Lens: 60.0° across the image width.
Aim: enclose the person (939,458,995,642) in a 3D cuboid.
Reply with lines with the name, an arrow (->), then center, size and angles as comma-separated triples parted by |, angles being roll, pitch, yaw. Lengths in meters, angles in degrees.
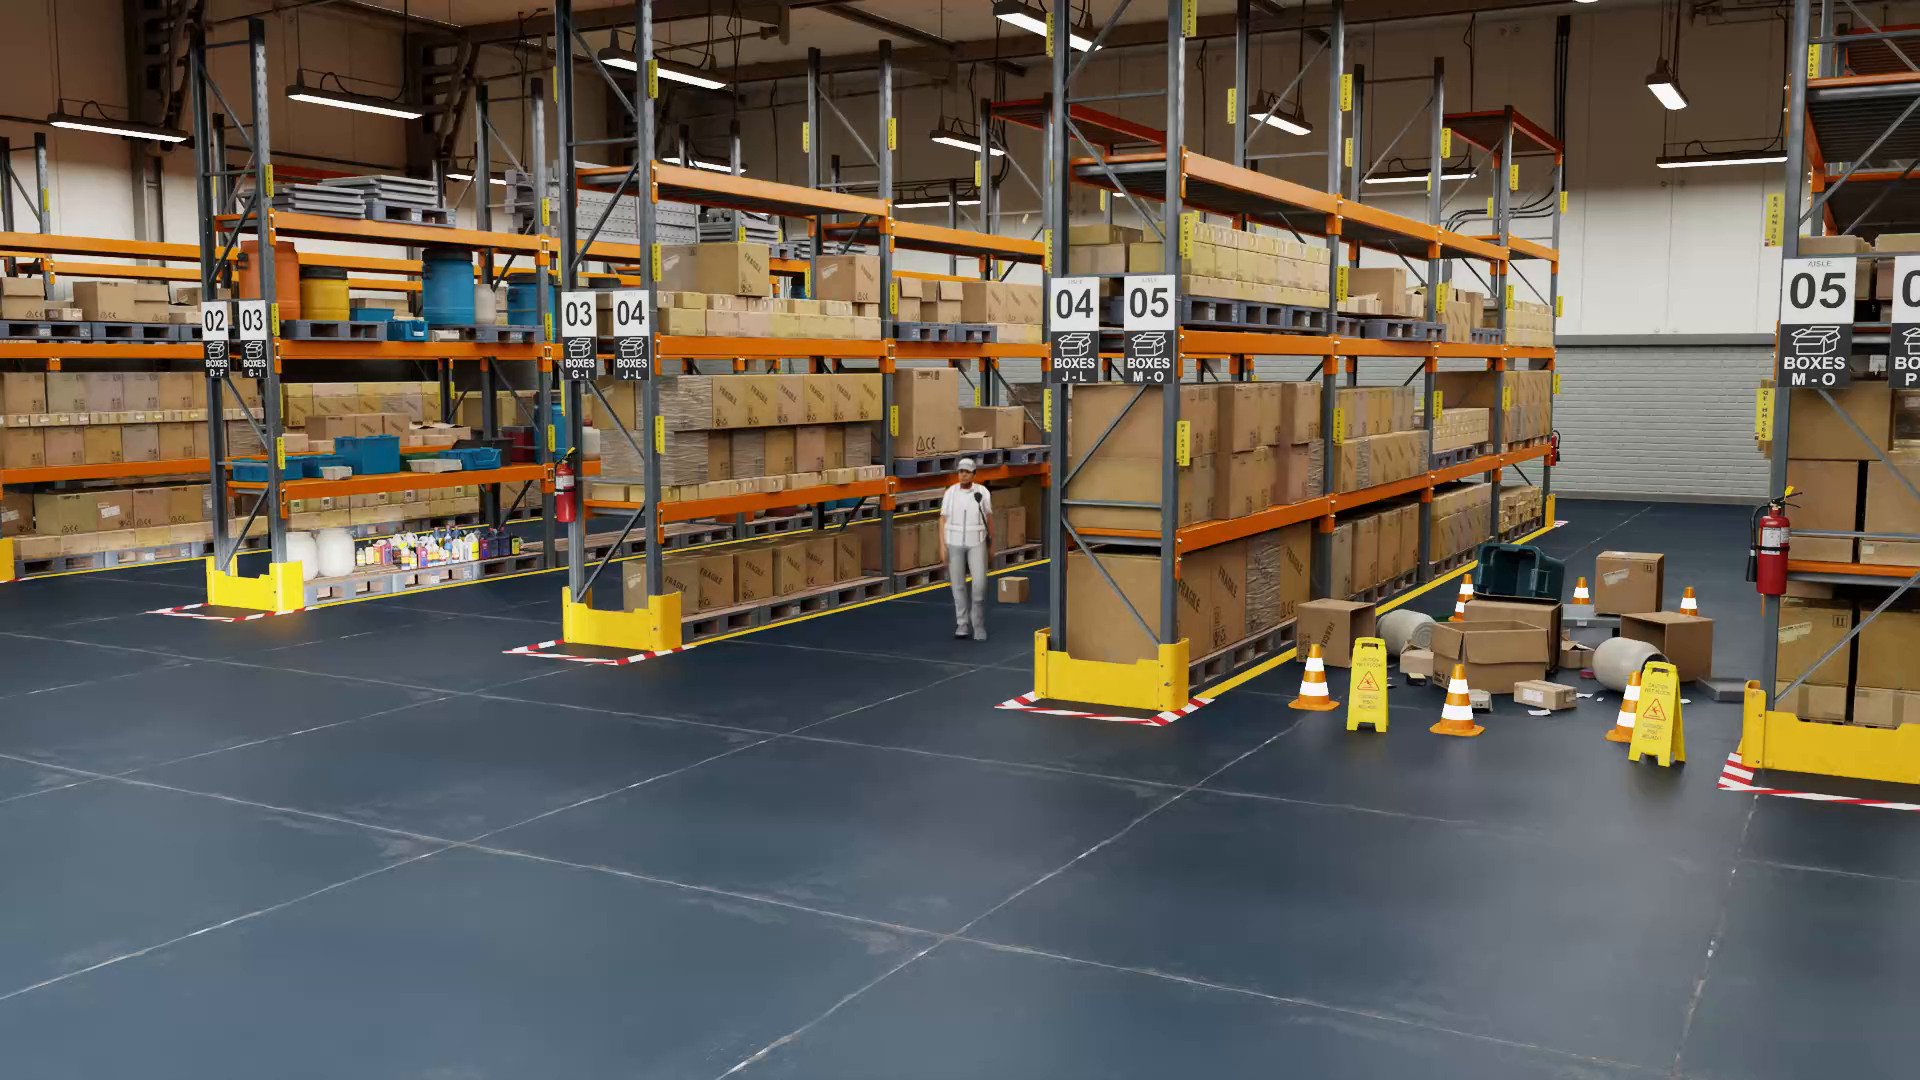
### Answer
person -> 0.055, 0.103, 15.454 | 0.512, 1.723, 0.492 | 1, 6, 8
